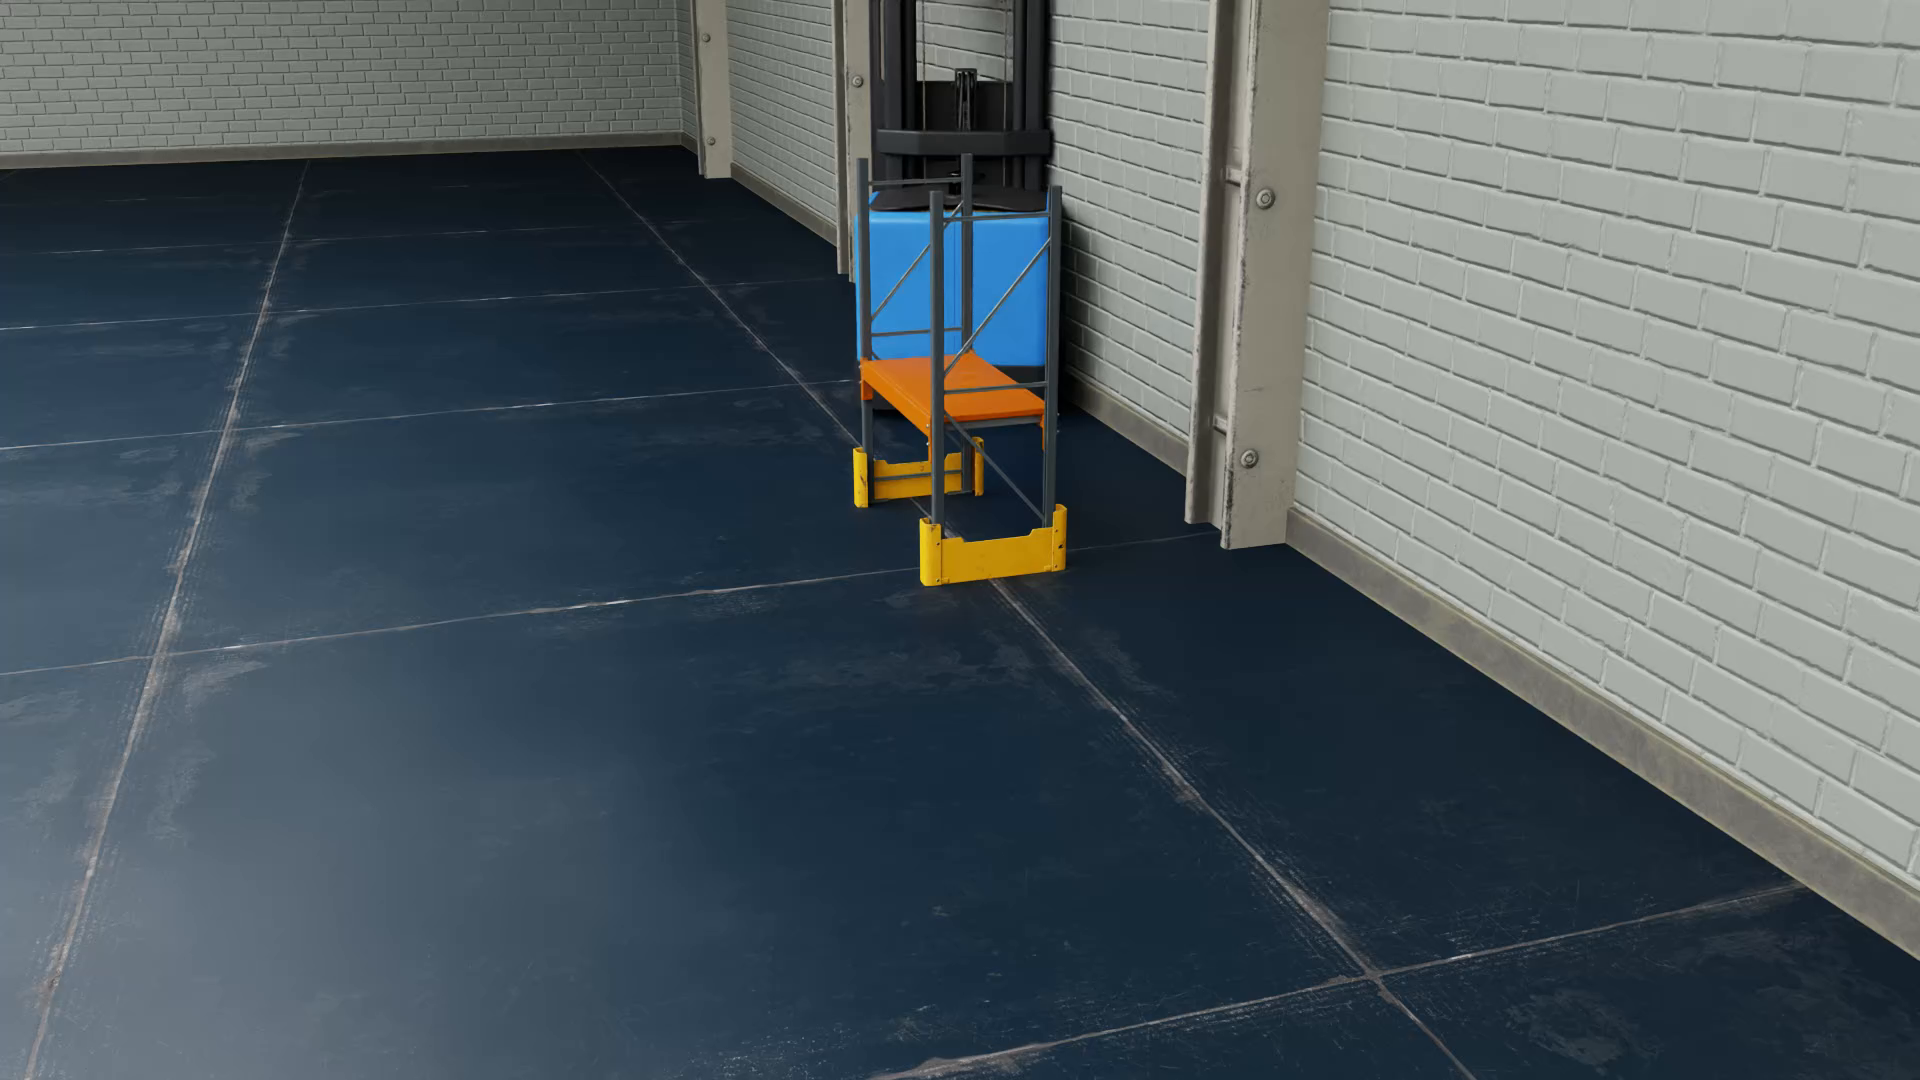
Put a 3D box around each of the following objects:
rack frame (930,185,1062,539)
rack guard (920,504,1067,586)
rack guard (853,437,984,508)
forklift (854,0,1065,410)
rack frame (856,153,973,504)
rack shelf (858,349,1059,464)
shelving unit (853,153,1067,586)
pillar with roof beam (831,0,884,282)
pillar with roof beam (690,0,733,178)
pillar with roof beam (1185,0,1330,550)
[{"bbox_3d":[0.133,-0.570,6.285,0.500,1.500,0.032,-6,21,-17],"label":"rack frame"},{"bbox_3d":[0.133,0.018,6.497,0.587,0.250,0.087,-6,21,-17],"label":"rack guard"},{"bbox_3d":[-0.180,-0.302,7.387,0.587,0.250,0.087,-6,21,-17],"label":"rack guard"},{"bbox_3d":[0.058,-2.486,9.501,1.130,2.935,3.031,1,20,3],"label":"forklift"},{"bbox_3d":[-0.187,-0.896,7.193,0.500,1.500,0.032,-6,21,-17],"label":"rack frame"},{"bbox_3d":[-0.027,-0.564,6.800,0.538,0.185,1.000,-6,21,-17],"label":"rack shelf"},{"bbox_3d":[-0.024,-0.730,6.731,0.587,1.500,1.083,-6,21,-17],"label":"shelving unit"},{"bbox_3d":[-4.800,-5.743,9.594,9.100,9.000,0.400,-6,21,-17],"label":"pillar with roof beam"},{"bbox_3d":[-6.686,-7.669,14.955,9.100,9.000,0.400,-6,21,-17],"label":"pillar with roof beam"},{"bbox_3d":[-2.914,-3.818,4.234,9.100,9.000,0.400,-6,21,-17],"label":"pillar with roof beam"}]
